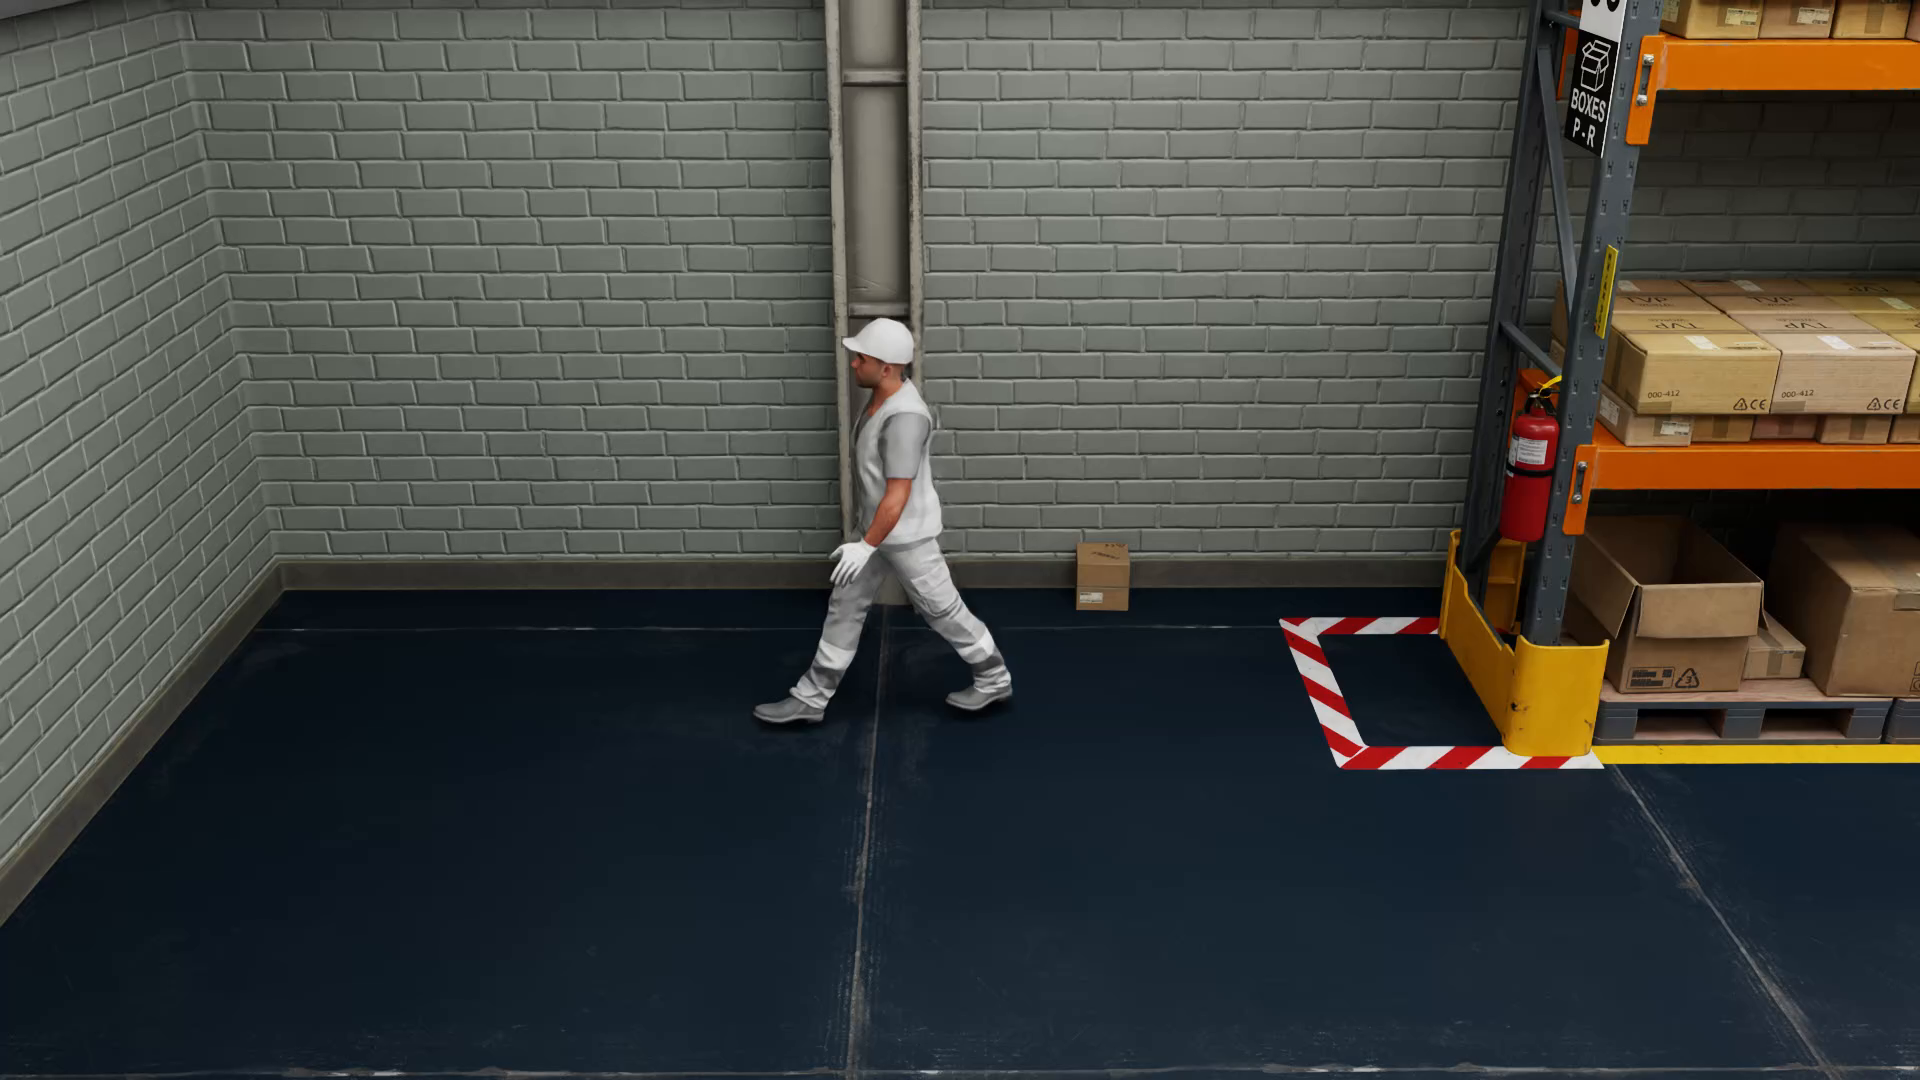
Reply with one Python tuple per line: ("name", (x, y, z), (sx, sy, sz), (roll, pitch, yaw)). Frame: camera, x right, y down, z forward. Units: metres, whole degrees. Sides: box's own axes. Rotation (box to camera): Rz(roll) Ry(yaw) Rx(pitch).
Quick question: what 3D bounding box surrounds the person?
("person", (-0.313, -0.020, 6.673), (1.097, 1.679, 0.559), (-7, 25, -16))
